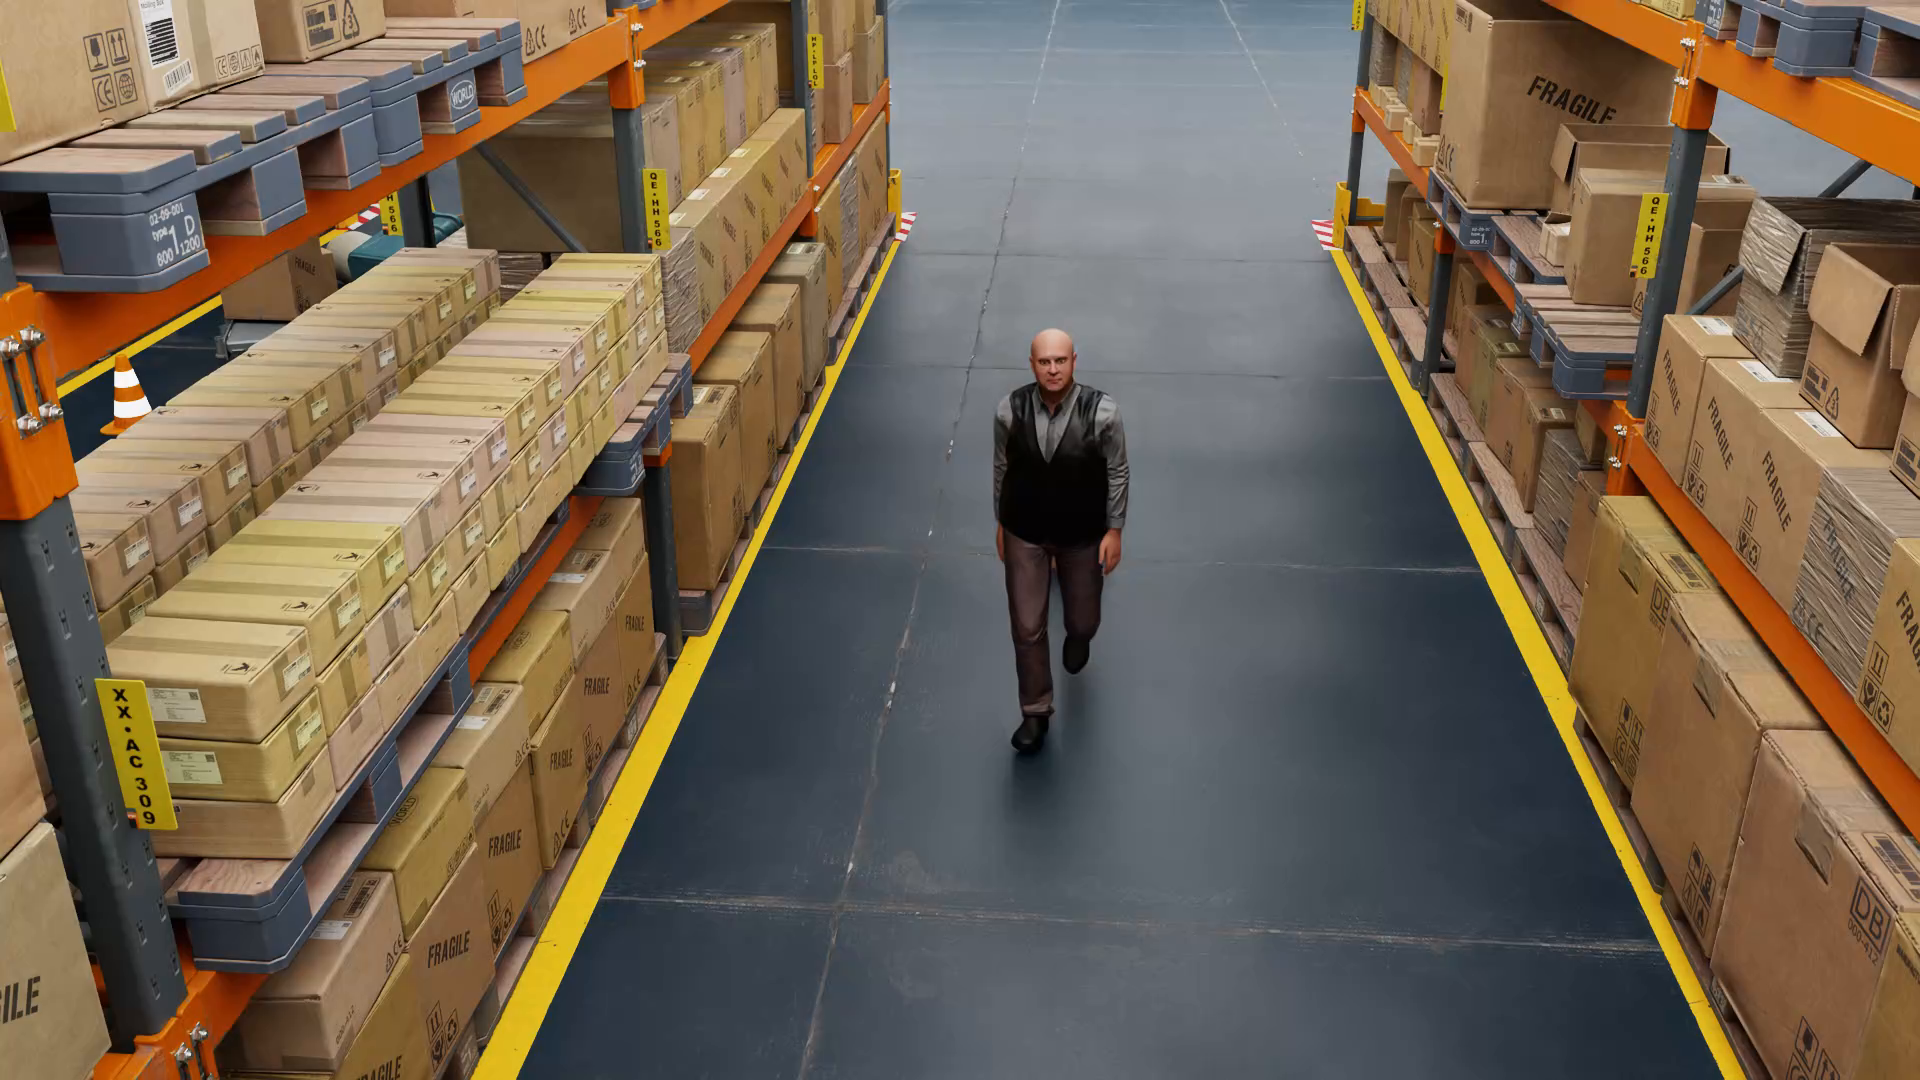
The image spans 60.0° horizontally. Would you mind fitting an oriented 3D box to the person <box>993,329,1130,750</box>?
[{"bbox_3d":[0.406,-0.054,6.736,0.550,1.697,0.838,4,25,9],"label":"person"}]
